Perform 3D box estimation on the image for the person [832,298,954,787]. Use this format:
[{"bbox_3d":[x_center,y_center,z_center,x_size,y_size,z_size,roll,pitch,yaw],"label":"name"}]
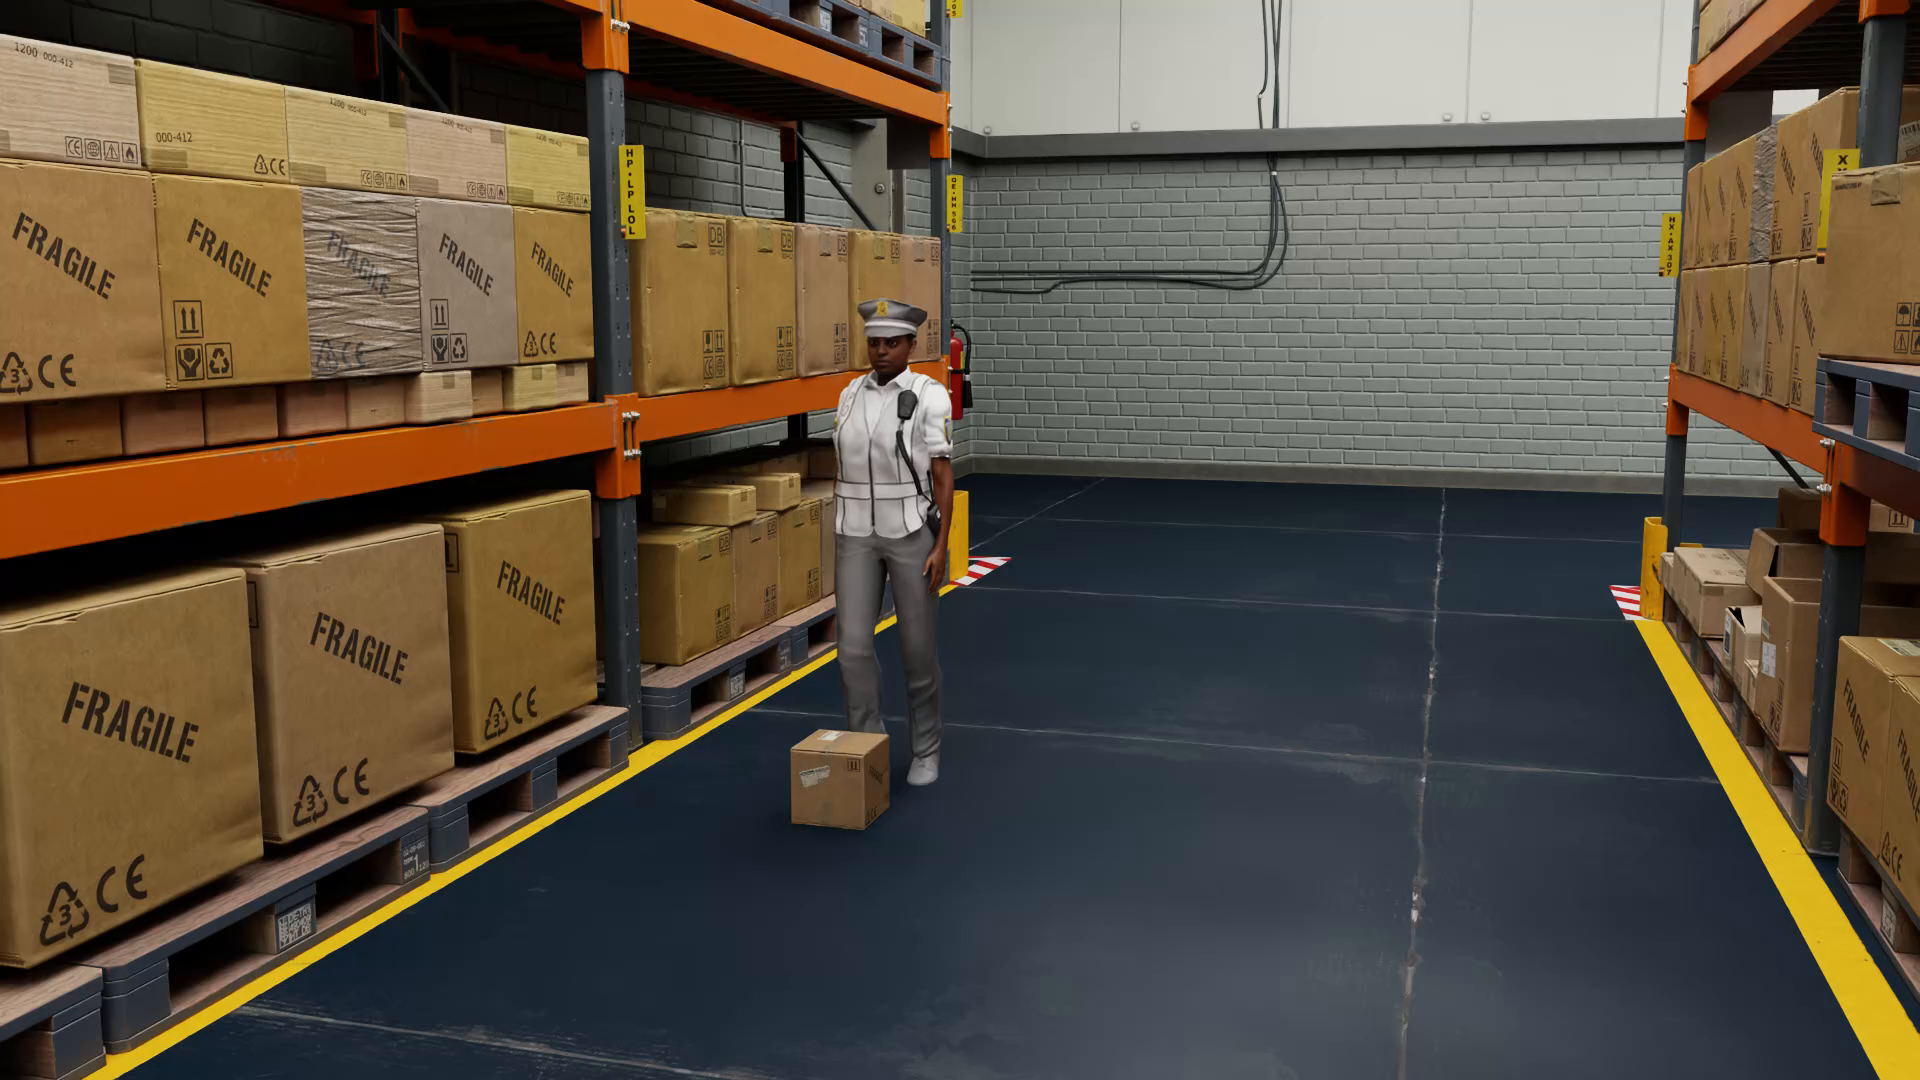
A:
[{"bbox_3d":[-0.238,0.021,5.747,0.445,1.700,0.386,3,9,18],"label":"person"}]
